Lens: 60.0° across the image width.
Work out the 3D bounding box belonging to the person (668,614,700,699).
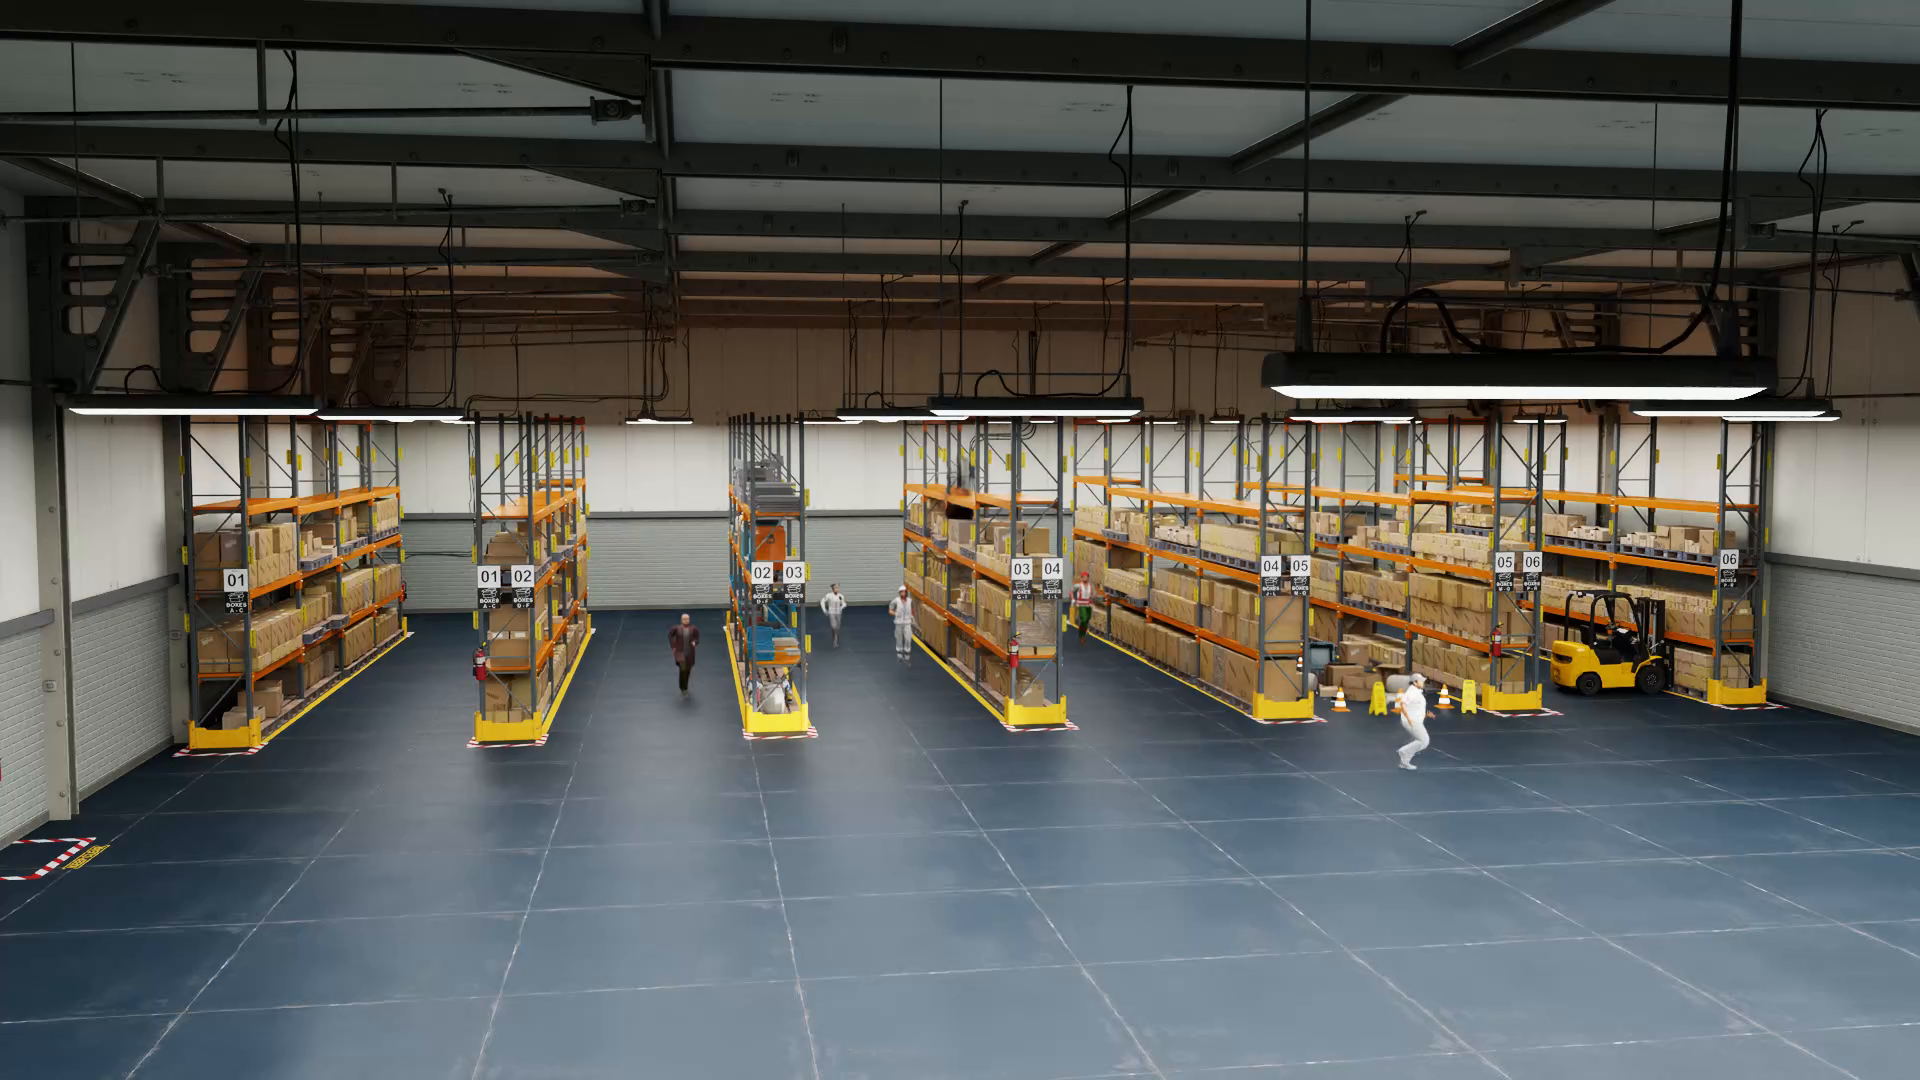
[{"bbox_3d":[-5.832,2.457,35.278,0.613,1.815,0.909,-2,4,-25],"label":"person"}]

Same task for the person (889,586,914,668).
[{"bbox_3d":[-1.312,1.984,38.021,0.635,1.878,0.731,-1,4,-11],"label":"person"}]

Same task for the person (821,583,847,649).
[{"bbox_3d":[-3.252,1.964,43.201,0.617,1.714,0.710,-2,4,-21],"label":"person"}]

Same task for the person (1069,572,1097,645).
[{"bbox_3d":[3.147,1.715,41.842,0.638,1.837,0.692,-1,4,-19],"label":"person"}]

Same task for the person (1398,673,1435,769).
[{"bbox_3d":[7.617,3.028,27.746,0.588,1.616,0.592,2,4,23],"label":"person"}]
